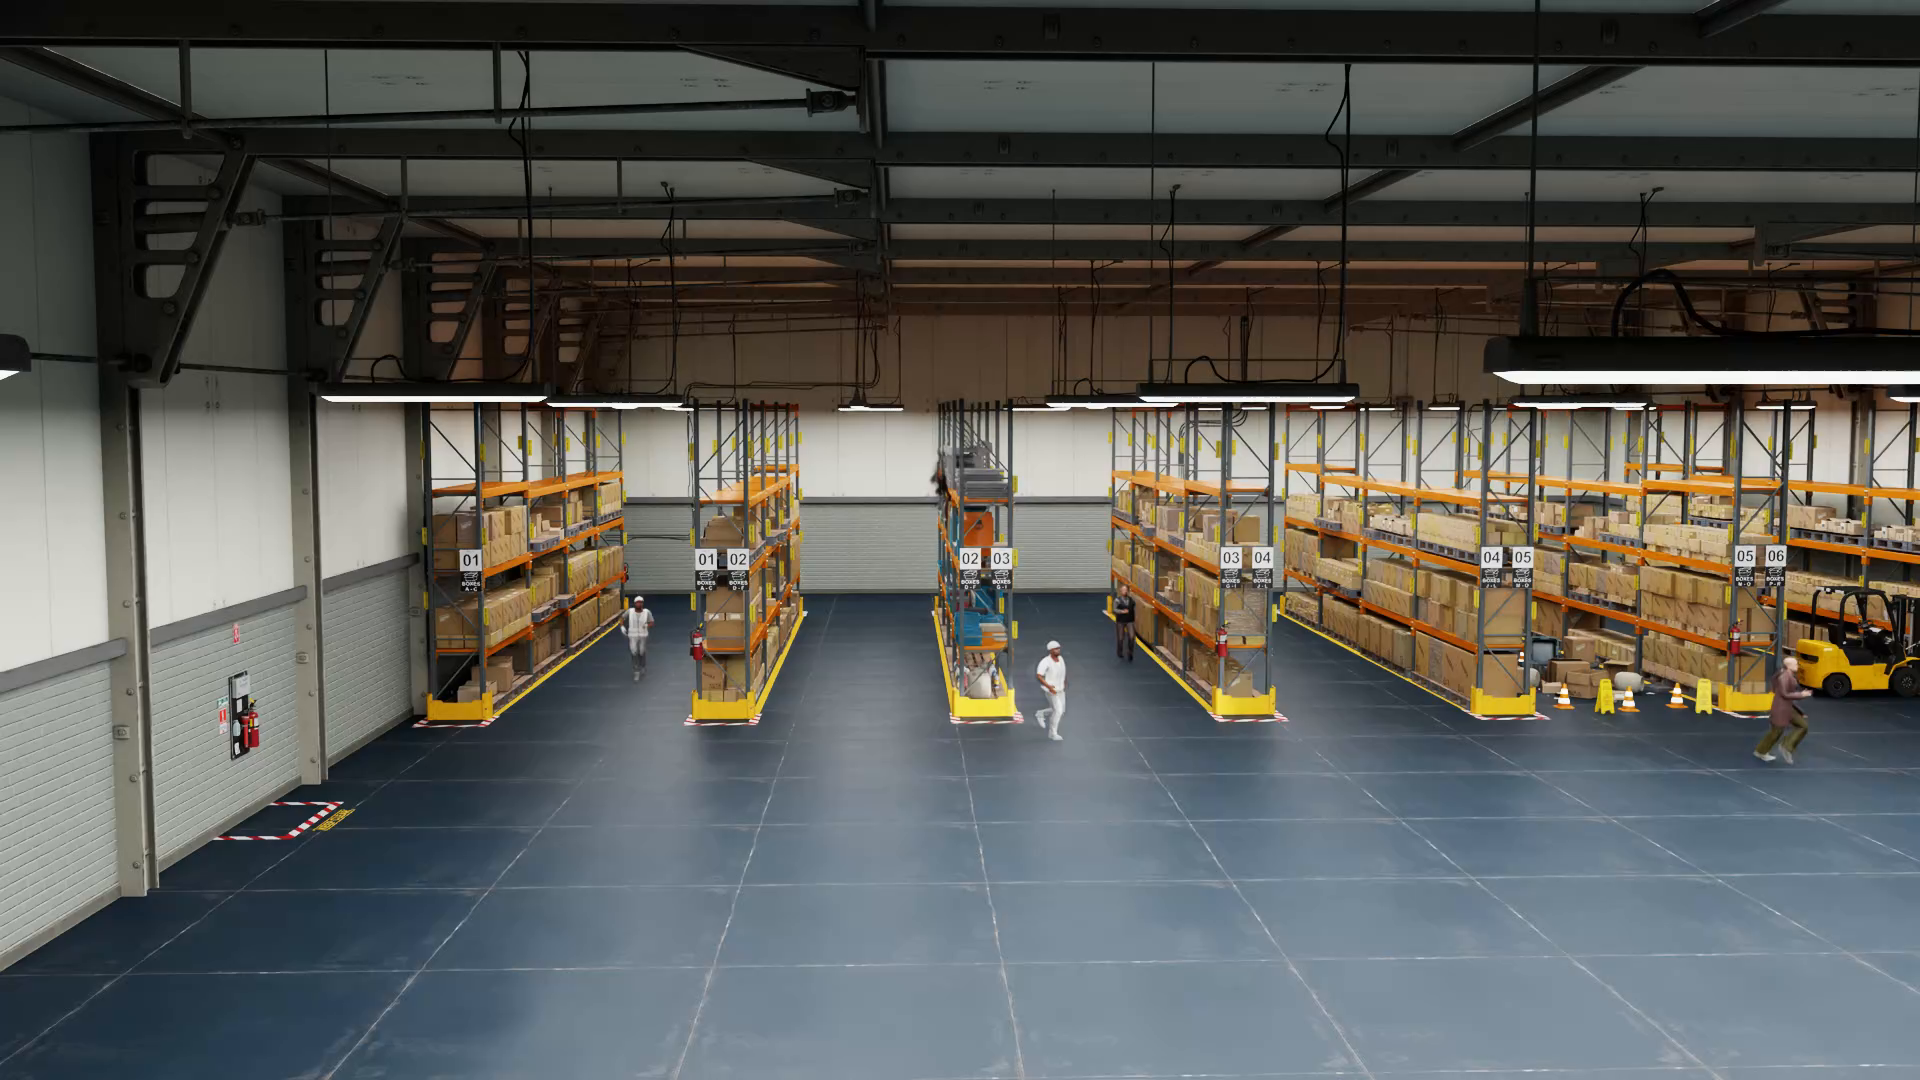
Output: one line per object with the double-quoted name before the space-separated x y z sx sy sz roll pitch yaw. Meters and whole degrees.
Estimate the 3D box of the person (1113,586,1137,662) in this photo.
"person" 3.827 1.944 38.486 0.622 1.760 0.732 0 4 -6

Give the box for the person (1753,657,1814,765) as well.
"person" 13.428 2.780 27.106 0.885 1.770 0.752 3 6 39

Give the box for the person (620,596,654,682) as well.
"person" -6.960 2.119 35.936 0.690 1.816 0.809 -1 5 -17

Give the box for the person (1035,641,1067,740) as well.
"person" 1.581 2.638 29.374 0.649 1.749 0.703 4 6 41
